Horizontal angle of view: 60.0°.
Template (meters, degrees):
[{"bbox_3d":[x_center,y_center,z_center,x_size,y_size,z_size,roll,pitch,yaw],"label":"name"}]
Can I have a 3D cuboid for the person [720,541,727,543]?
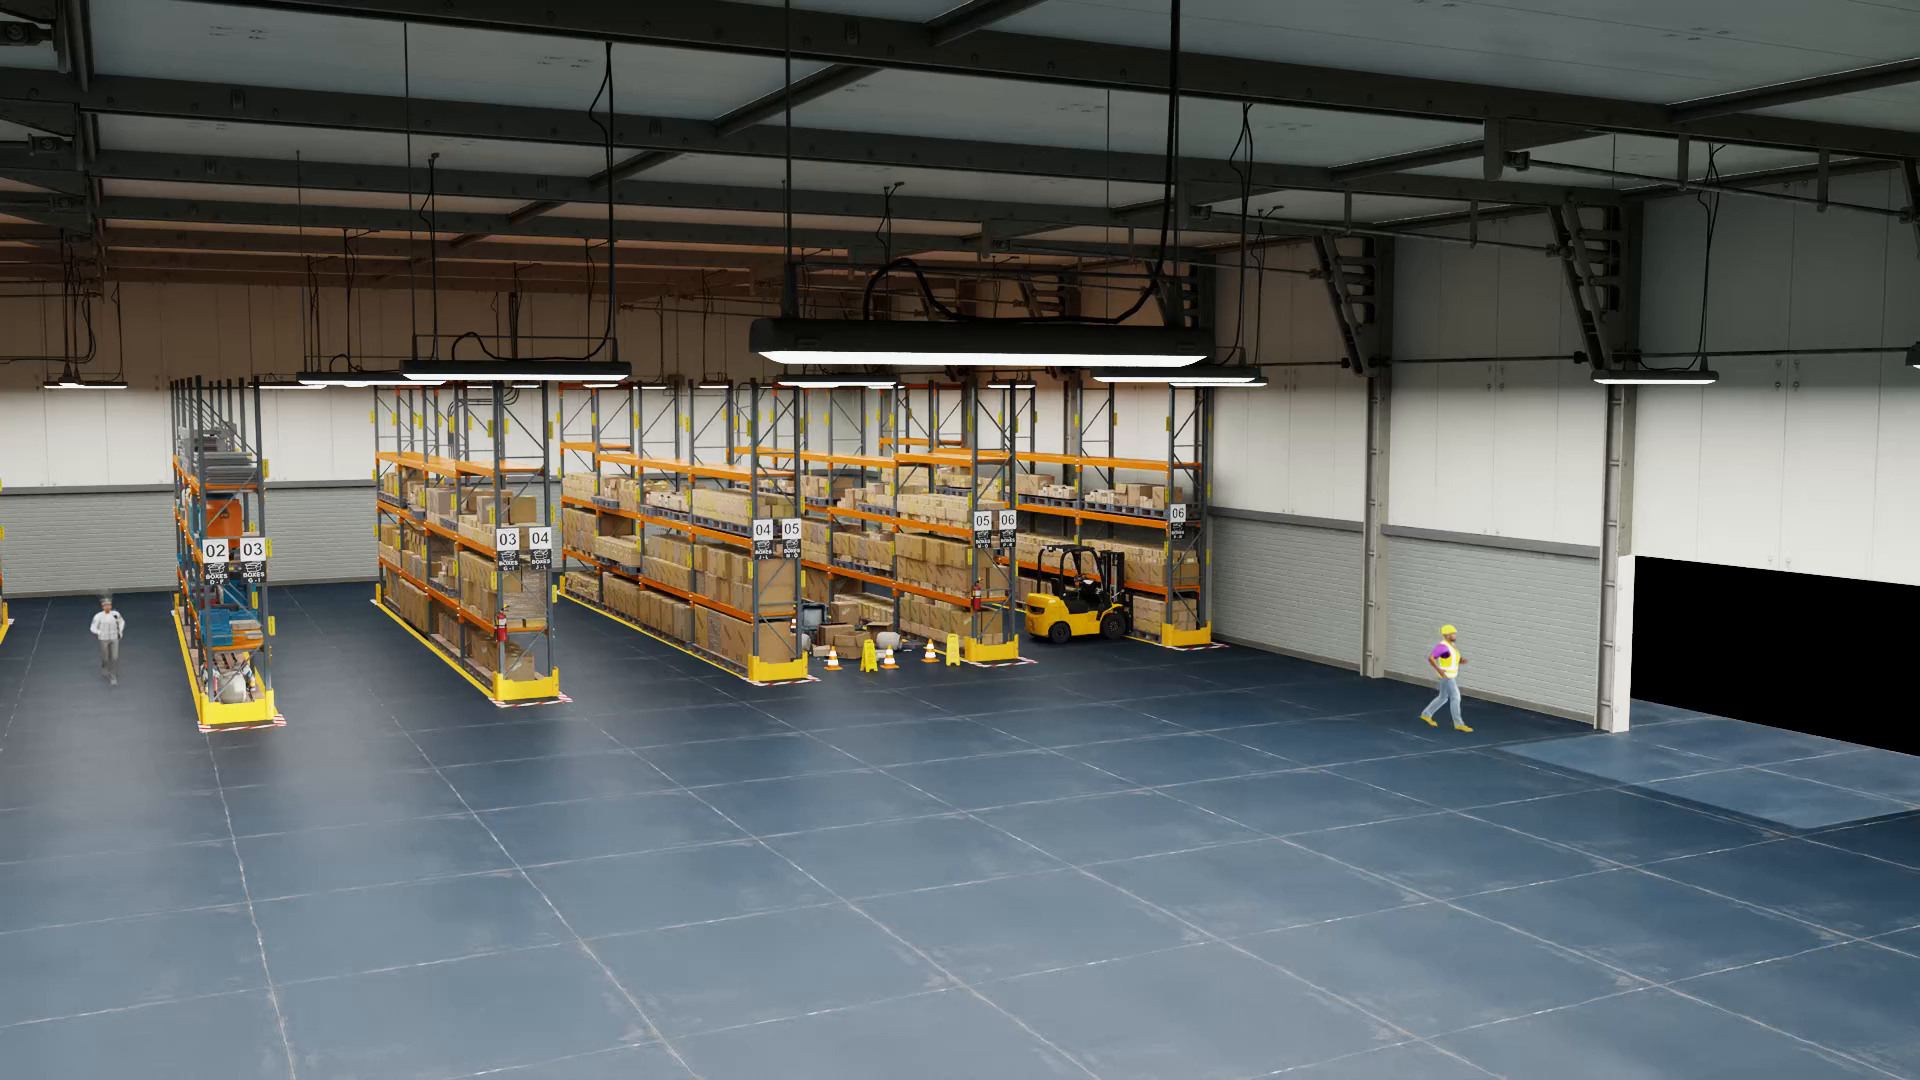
[{"bbox_3d":[-7.160,0.290,51.005,0.952,1.733,0.736,1,5,7],"label":"person"}]

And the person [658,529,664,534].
[{"bbox_3d":[-8.698,0.480,50.156,0.983,1.641,0.693,-2,5,-22],"label":"person"}]

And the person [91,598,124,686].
[{"bbox_3d":[-16.768,1.978,32.763,0.617,1.700,0.882,-4,6,-35],"label":"person"}]

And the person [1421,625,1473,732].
[{"bbox_3d":[8.239,2.314,28.079,0.888,1.768,0.704,2,6,24],"label":"person"}]
